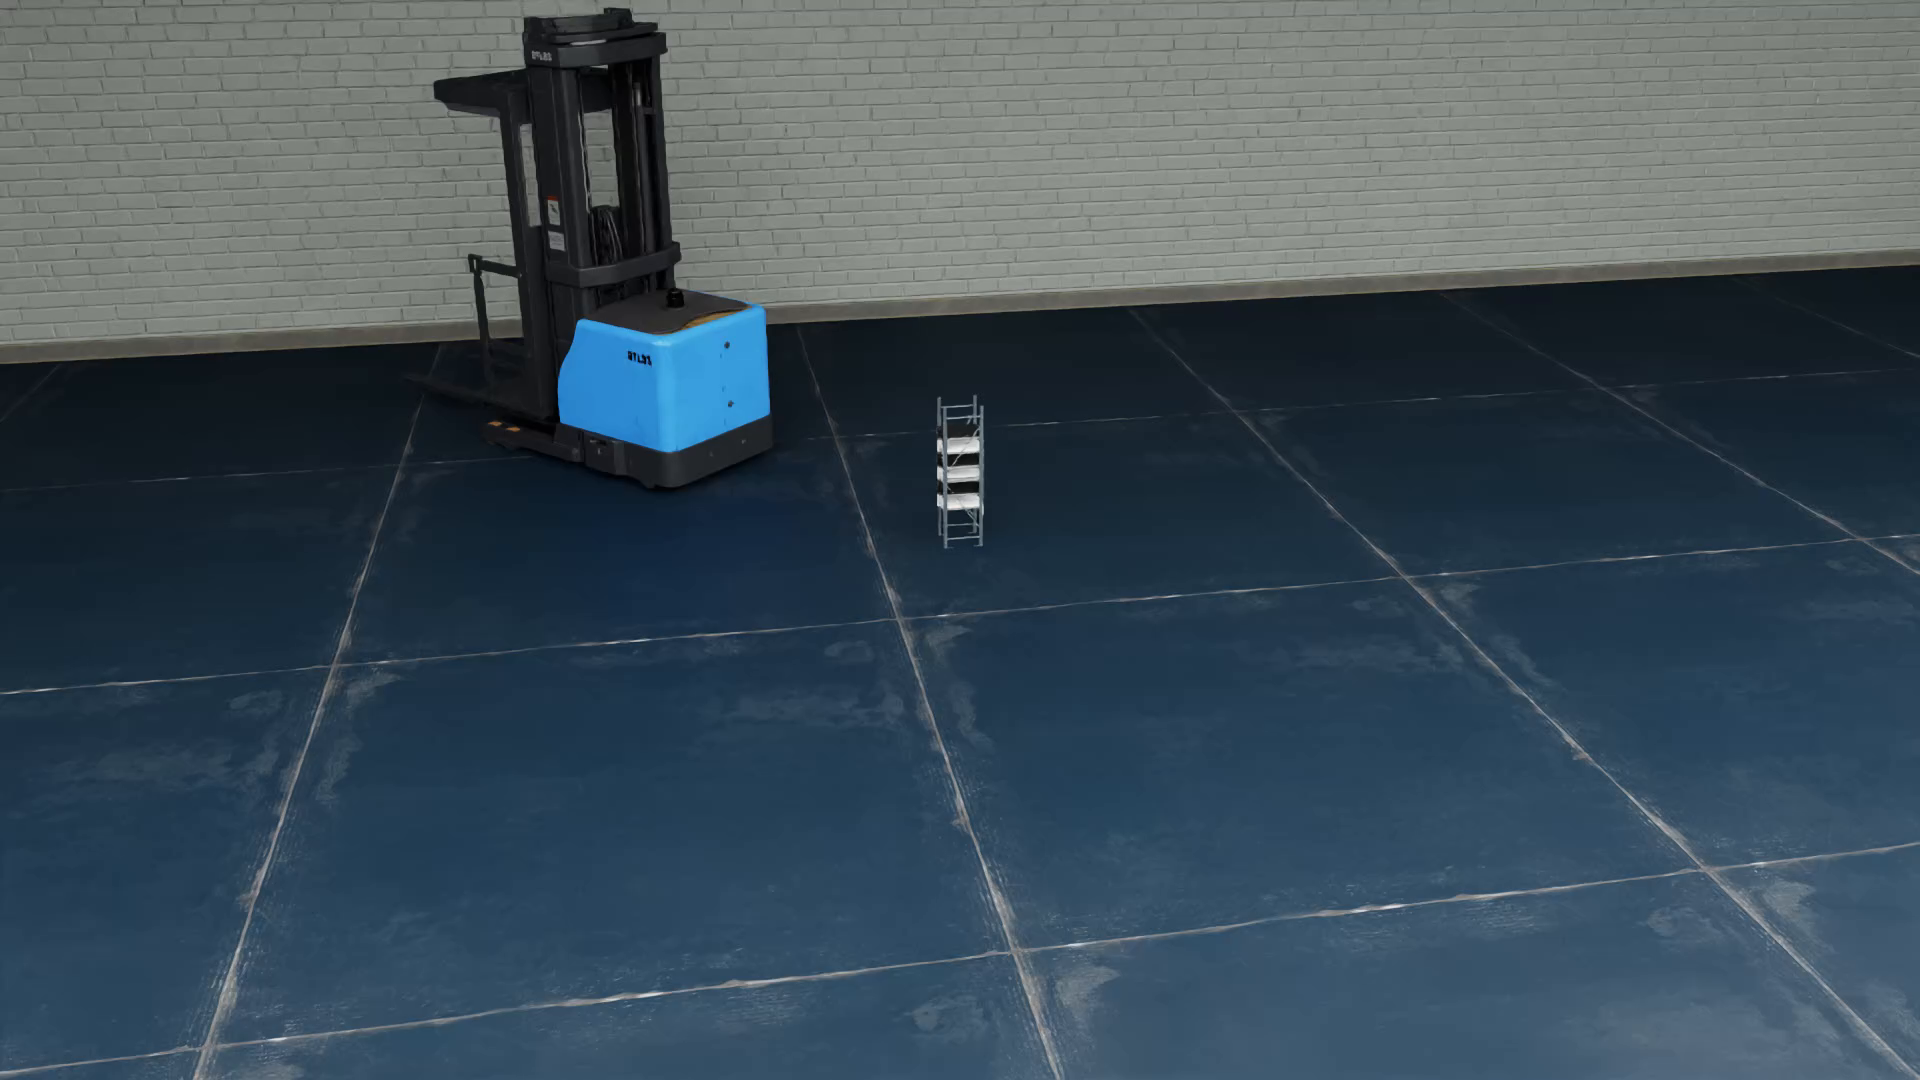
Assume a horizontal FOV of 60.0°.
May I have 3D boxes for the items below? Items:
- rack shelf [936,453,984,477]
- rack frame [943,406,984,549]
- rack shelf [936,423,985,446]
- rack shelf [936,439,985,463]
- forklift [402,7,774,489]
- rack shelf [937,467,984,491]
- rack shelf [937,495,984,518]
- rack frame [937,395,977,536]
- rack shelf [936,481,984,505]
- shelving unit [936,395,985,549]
[{"bbox_3d":[0.001,-0.461,10.040,0.258,0.077,0.200,-4,24,-10],"label":"rack shelf"},{"bbox_3d":[0.020,-0.369,9.971,0.240,0.900,0.006,-4,24,-10],"label":"rack frame"},{"bbox_3d":[0.001,-0.626,9.968,0.258,0.077,0.200,-4,24,-10],"label":"rack shelf"},{"bbox_3d":[0.001,-0.544,10.004,0.258,0.077,0.200,-4,24,-10],"label":"rack shelf"},{"bbox_3d":[-2.785,-2.128,11.460,3.031,2.935,1.130,16,28,32],"label":"forklift"},{"bbox_3d":[0.001,-0.379,10.076,0.258,0.077,0.200,-4,24,-10],"label":"rack shelf"},{"bbox_3d":[0.001,-0.214,10.148,0.258,0.077,0.200,-4,24,-10],"label":"rack shelf"},{"bbox_3d":[-0.017,-0.449,10.154,0.240,0.900,0.006,-4,24,-10],"label":"rack frame"},{"bbox_3d":[0.001,-0.296,10.112,0.258,0.077,0.200,-4,24,-10],"label":"rack shelf"},{"bbox_3d":[0.001,-0.409,10.063,0.258,0.900,0.210,-4,24,-10],"label":"shelving unit"}]
